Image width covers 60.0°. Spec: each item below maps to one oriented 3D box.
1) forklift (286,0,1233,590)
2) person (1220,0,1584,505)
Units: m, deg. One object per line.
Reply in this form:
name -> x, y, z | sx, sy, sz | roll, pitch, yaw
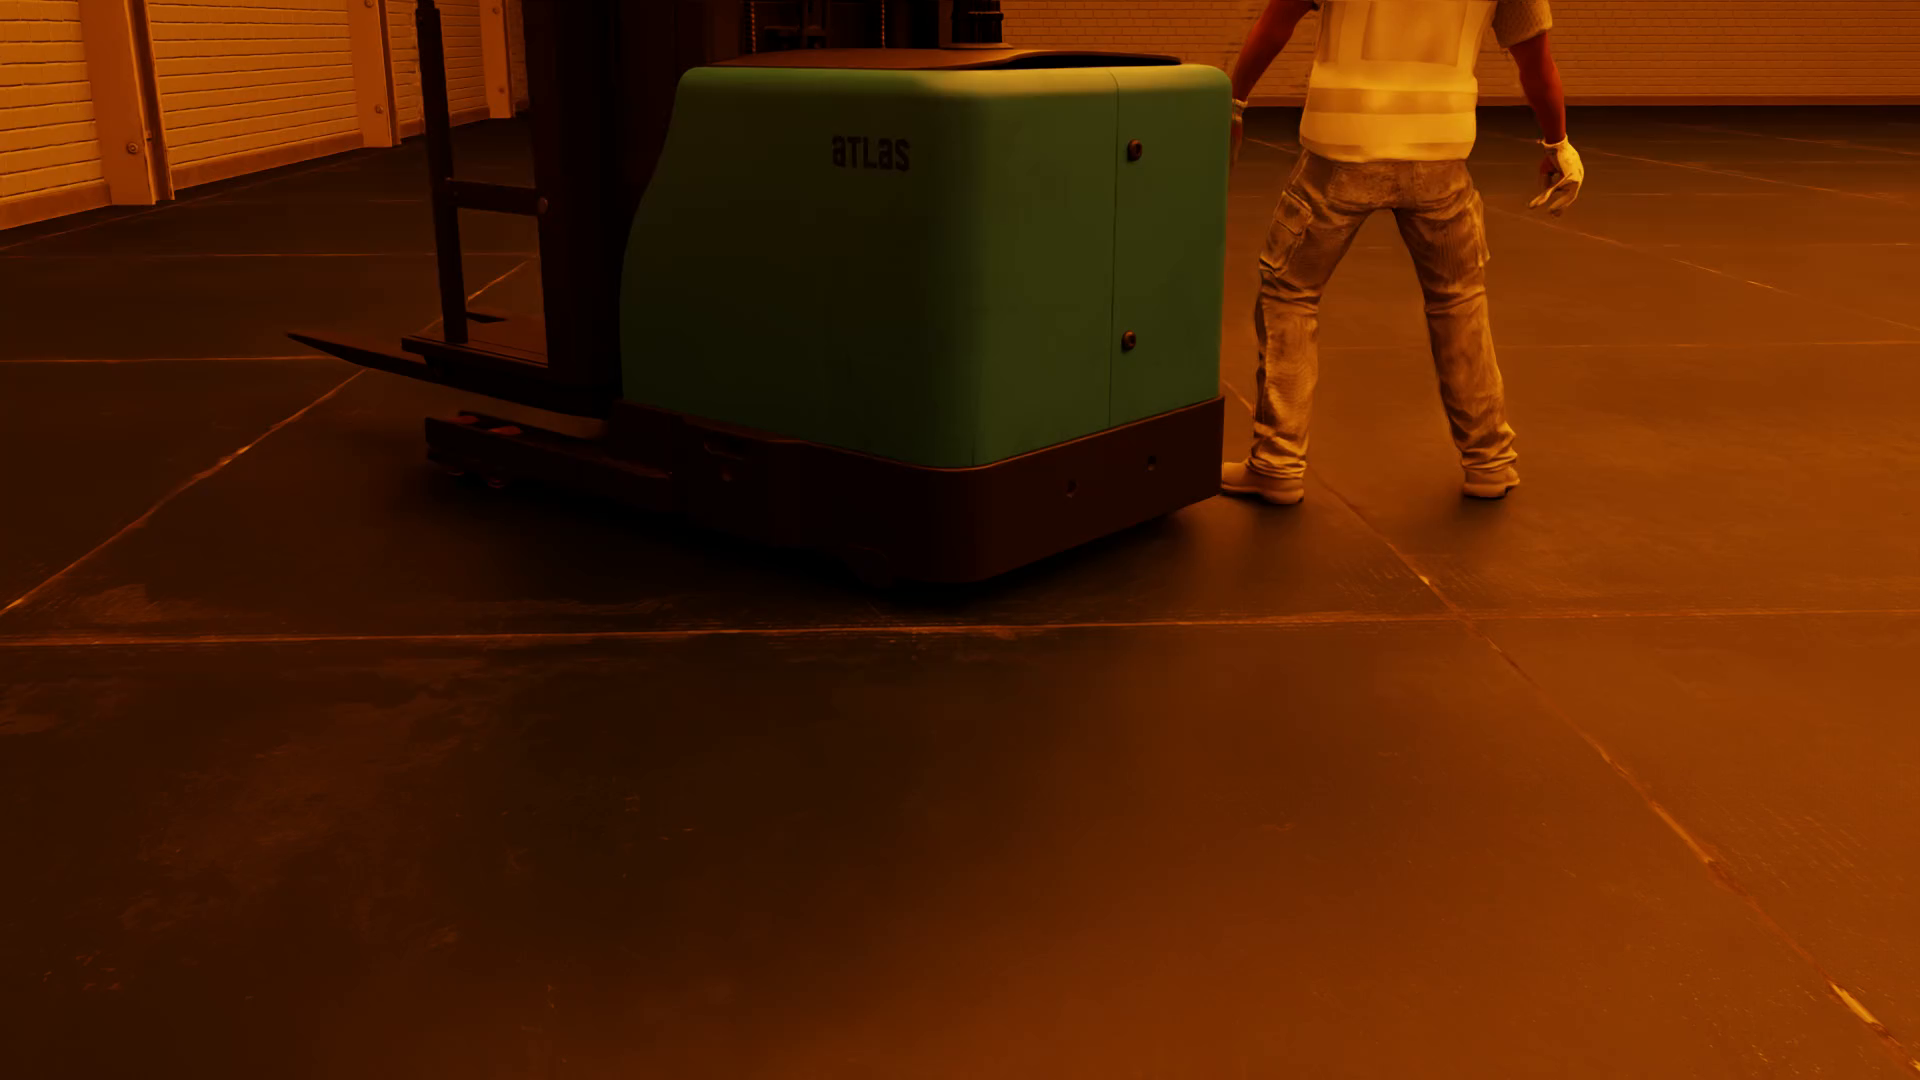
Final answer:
forklift -> -0.803, -1.637, 4.258 | 3.031, 2.935, 1.130 | 14, 22, 39
person -> 1.081, -0.967, 4.159 | 0.975, 1.733, 0.443 | -1, 17, -4
